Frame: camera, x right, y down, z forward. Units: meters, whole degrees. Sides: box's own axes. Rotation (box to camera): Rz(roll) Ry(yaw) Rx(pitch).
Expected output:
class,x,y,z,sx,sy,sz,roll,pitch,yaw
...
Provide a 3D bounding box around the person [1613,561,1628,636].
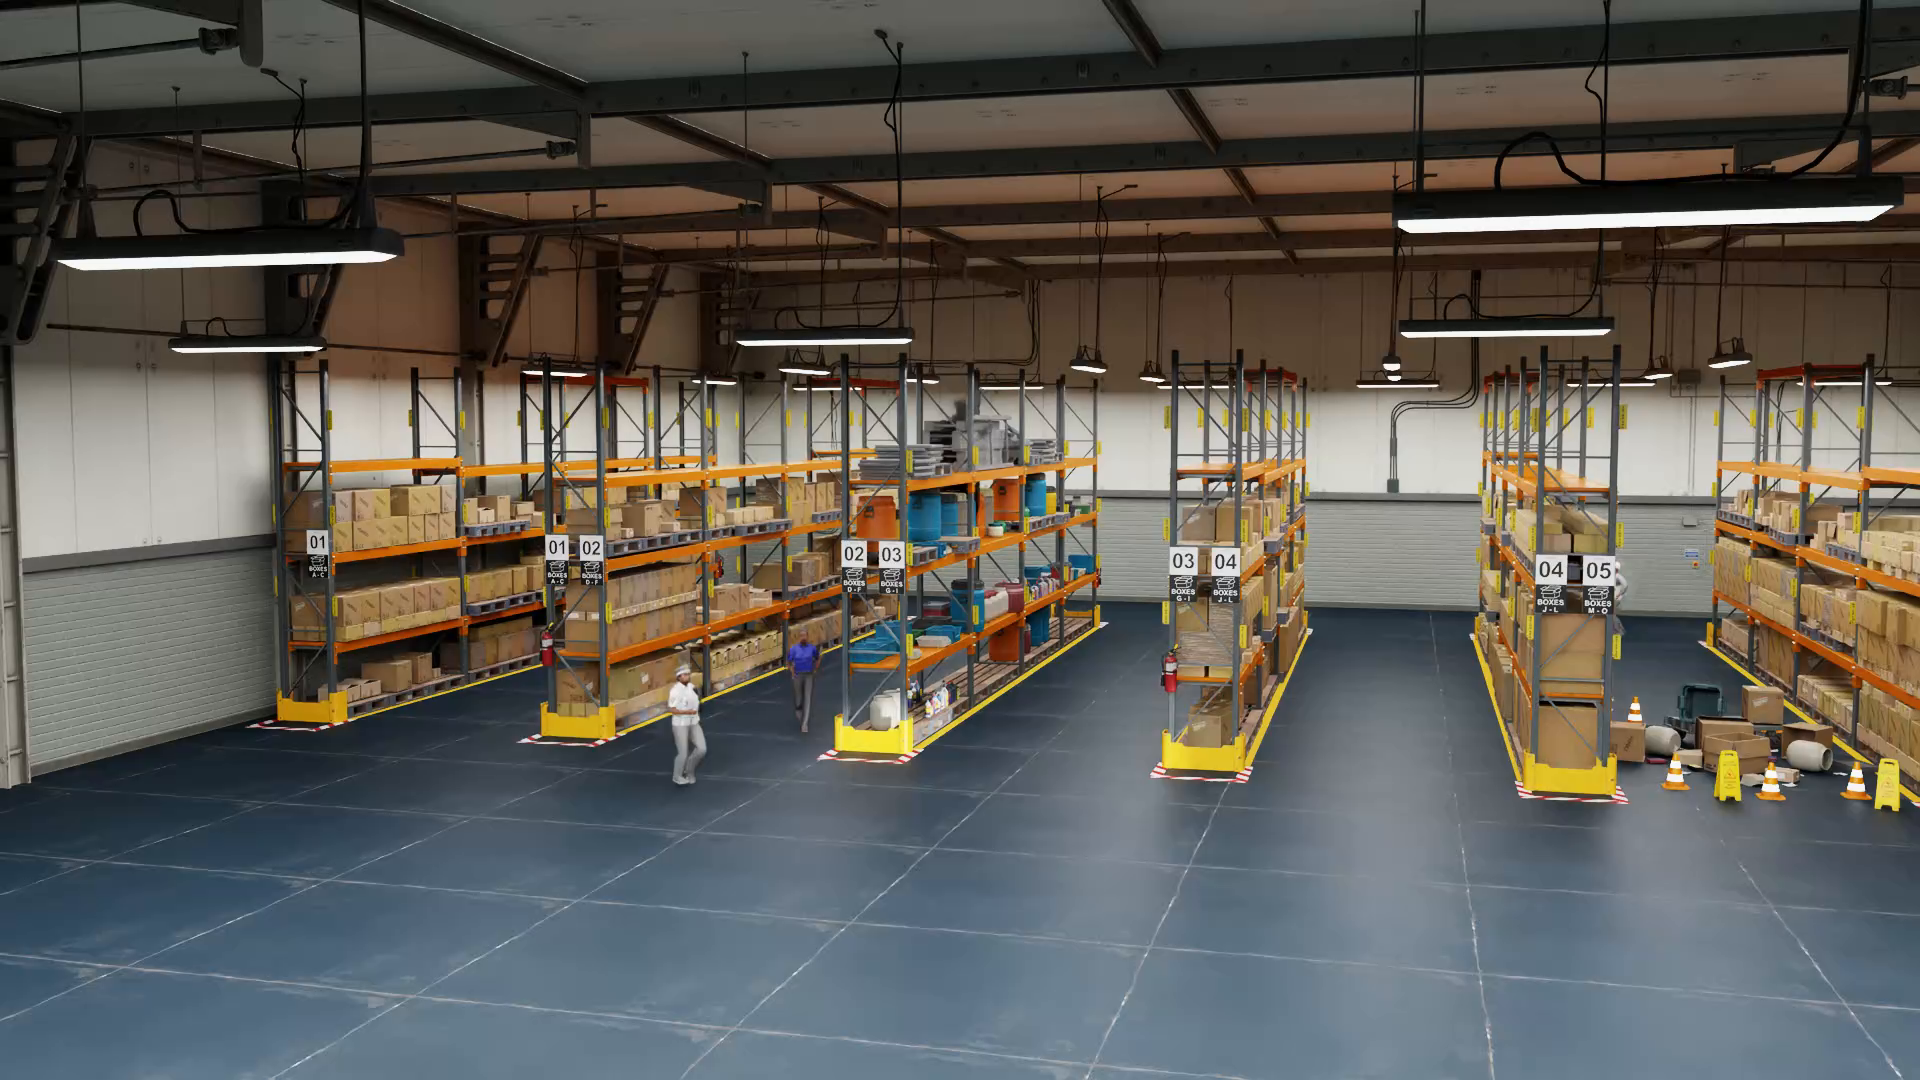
class,x,y,z,sx,sy,sz,roll,pitch,yaw
person,14.992,1.374,38.288,0.697,1.764,0.627,1,4,9

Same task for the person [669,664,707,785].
class,x,y,z,sx,sy,sz,roll,pitch,yaw
person,-3.697,2.532,22.709,0.605,1.685,0.560,4,6,42

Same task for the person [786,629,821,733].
class,x,y,z,sx,sy,sz,roll,pitch,yaw
person,-2.531,2.259,26.943,0.578,1.641,0.782,-1,4,-8
